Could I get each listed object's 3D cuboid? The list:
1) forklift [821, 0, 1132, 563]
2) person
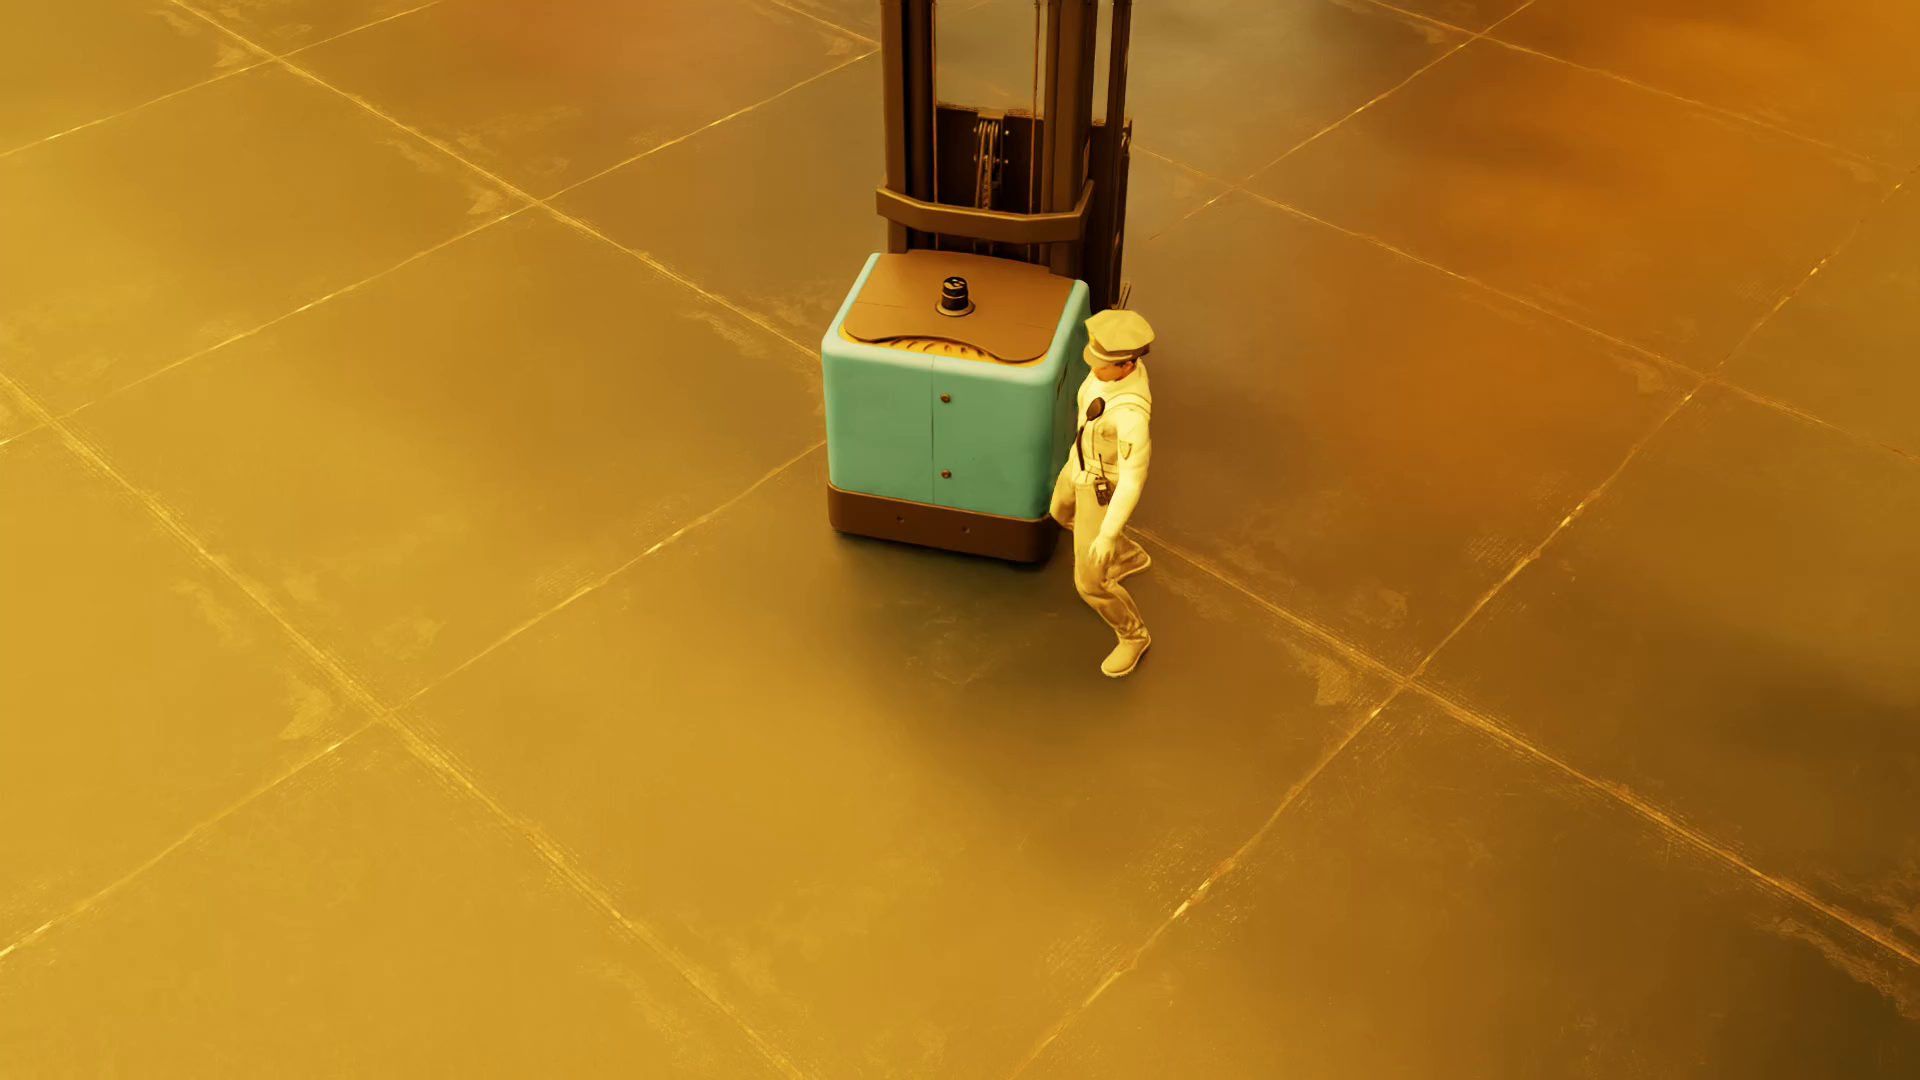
[{"bbox_3d":[0.254,-1.980,7.737,1.130,2.935,3.031,9,42,11],"label":"forklift"},{"bbox_3d":[0.619,-0.276,6.799,0.460,1.587,0.817,-1,41,-1],"label":"person"}]
